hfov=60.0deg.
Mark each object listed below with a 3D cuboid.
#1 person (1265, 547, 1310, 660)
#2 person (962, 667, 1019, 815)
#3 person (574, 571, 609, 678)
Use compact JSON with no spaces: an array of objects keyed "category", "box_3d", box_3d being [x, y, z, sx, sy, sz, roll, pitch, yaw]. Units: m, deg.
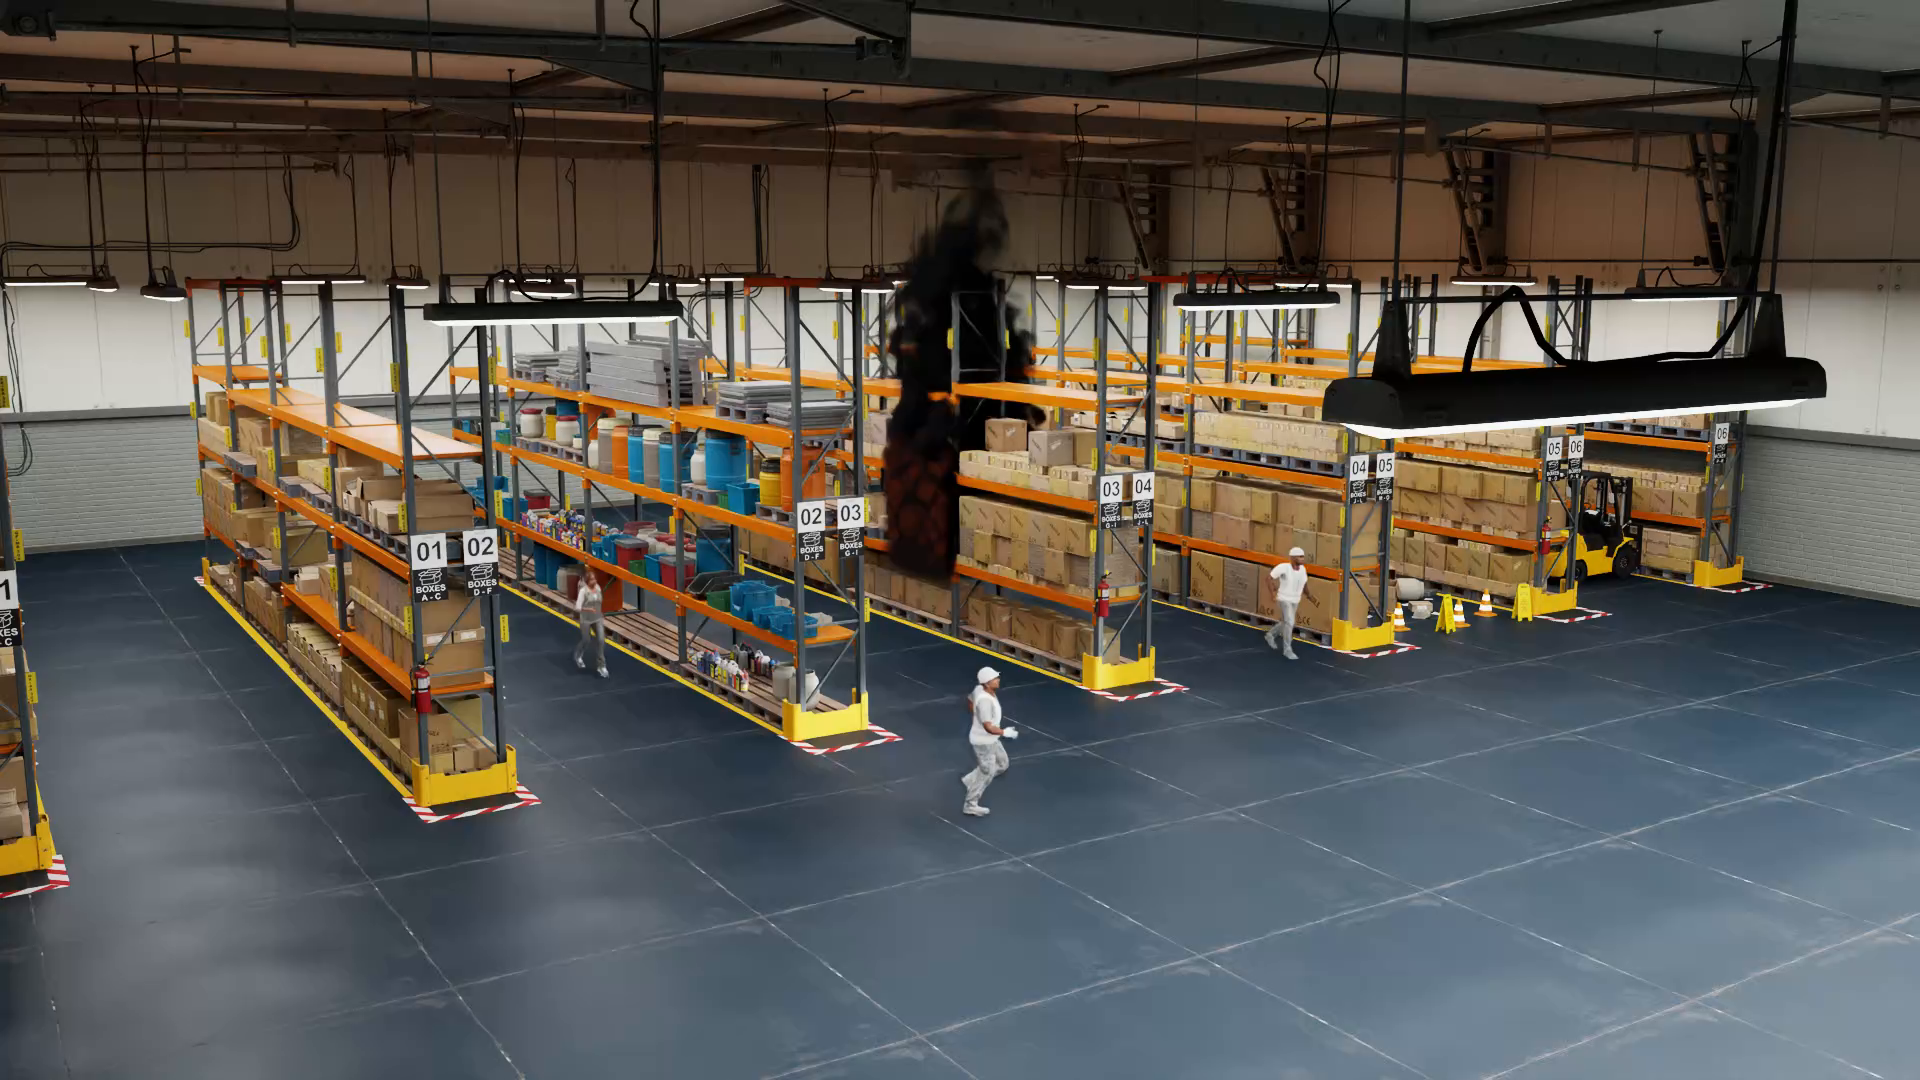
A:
[{"category":"person","box_3d":[5.301,0.985,26.838,0.747,1.749,0.847,-7,12,-36]},{"category":"person","box_3d":[0.344,2.296,19.147,0.654,1.733,0.706,0,10,0]},{"category":"person","box_3d":[-5.711,1.266,25.629,0.508,1.617,0.833,-8,12,-39]}]
